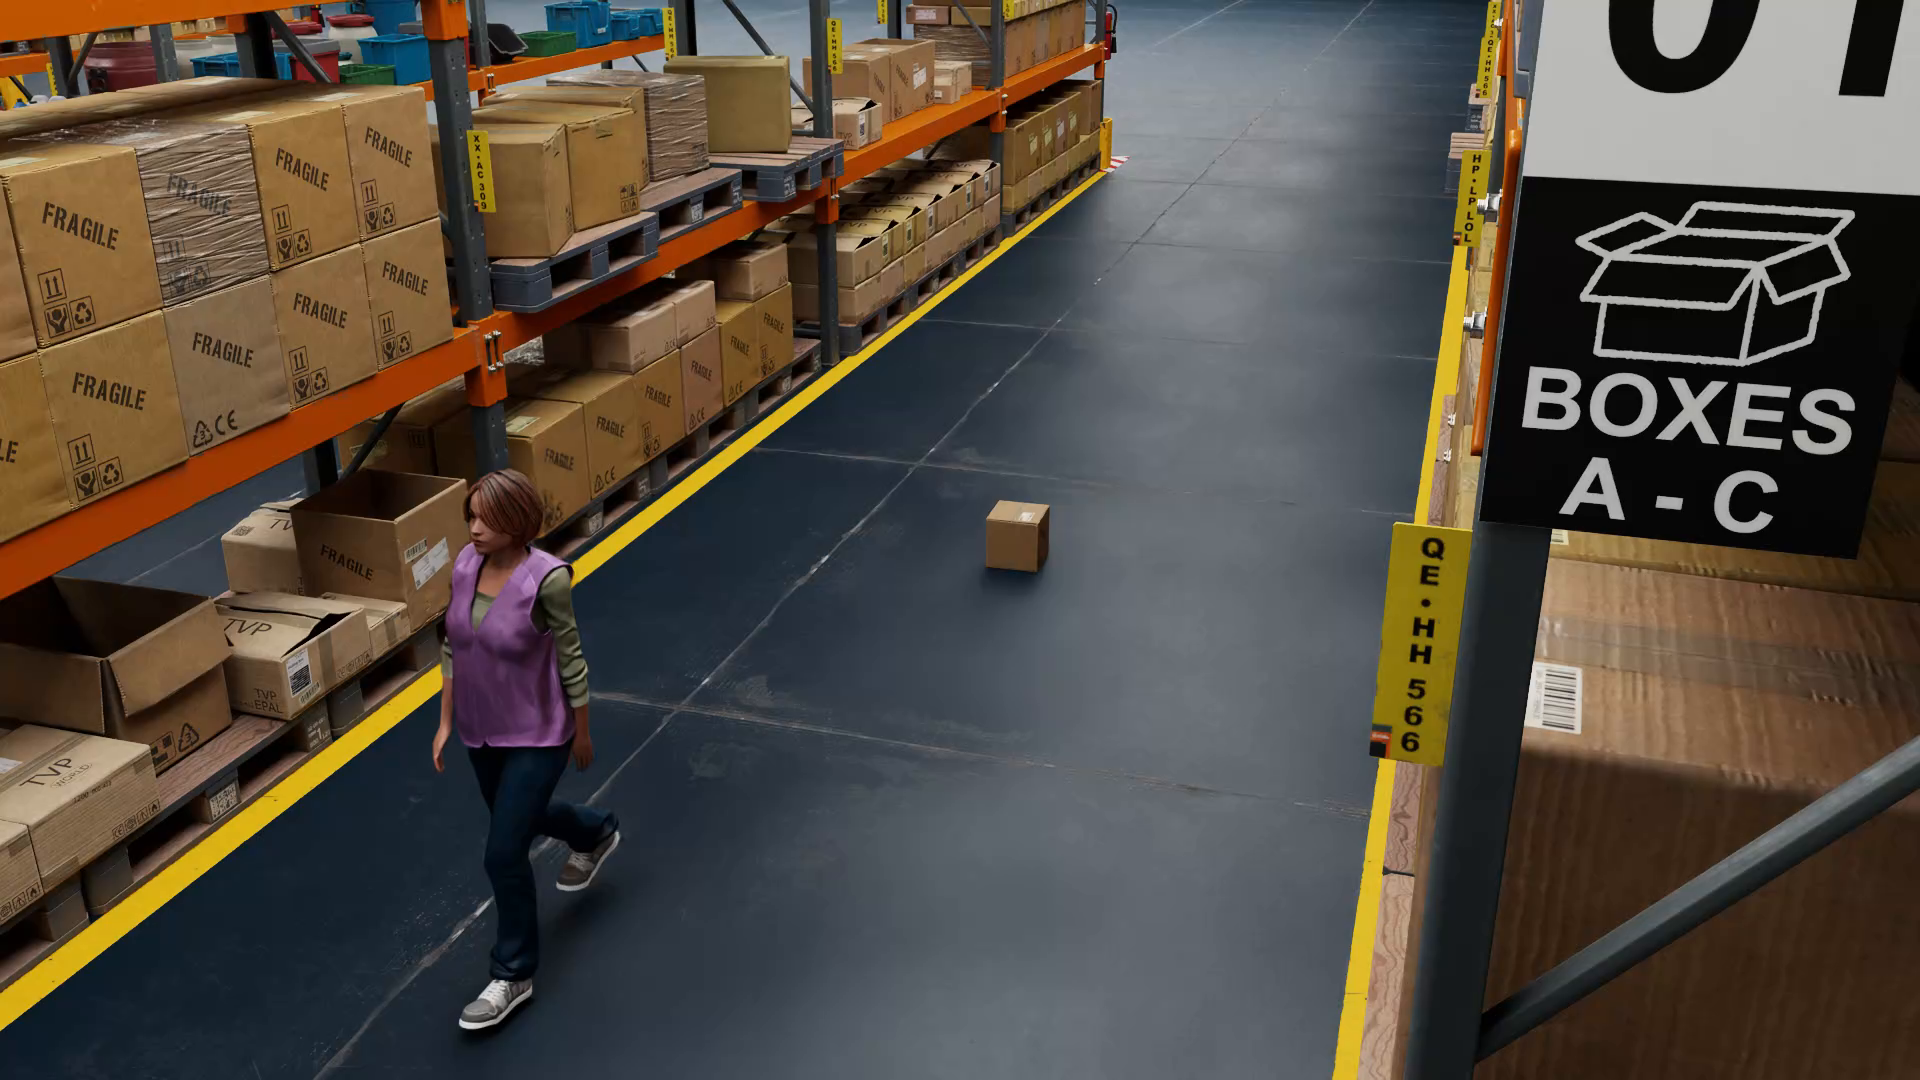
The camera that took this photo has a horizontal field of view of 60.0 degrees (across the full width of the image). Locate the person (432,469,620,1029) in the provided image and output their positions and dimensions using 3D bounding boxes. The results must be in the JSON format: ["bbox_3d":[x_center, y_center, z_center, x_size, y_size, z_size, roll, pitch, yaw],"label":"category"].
[{"bbox_3d":[-1.271,0.529,4.793,0.418,1.554,0.859,11,25,26],"label":"person"}]
